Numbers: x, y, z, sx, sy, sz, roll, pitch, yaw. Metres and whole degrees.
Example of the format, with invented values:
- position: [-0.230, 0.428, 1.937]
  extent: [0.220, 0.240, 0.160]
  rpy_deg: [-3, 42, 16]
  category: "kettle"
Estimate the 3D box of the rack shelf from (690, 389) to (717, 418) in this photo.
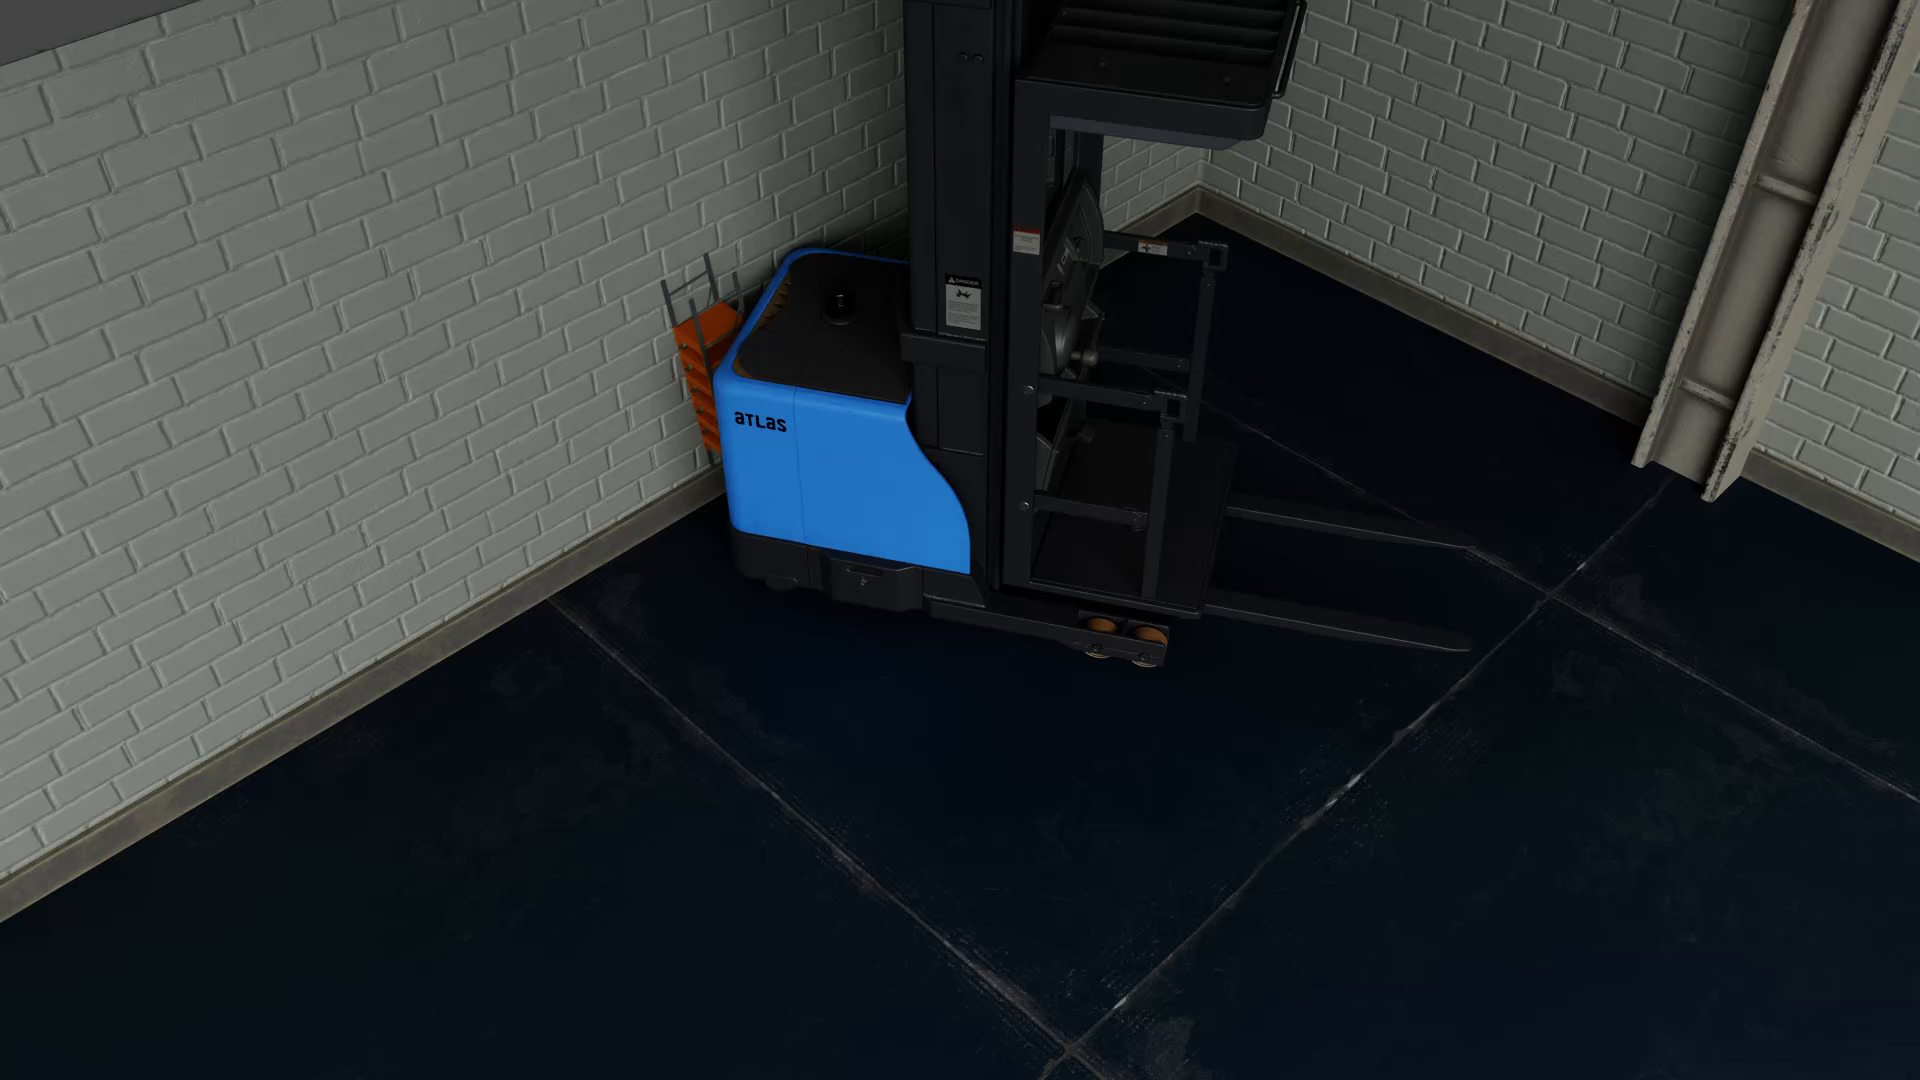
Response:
- position: [-0.987, -0.612, 7.080]
  extent: [0.258, 0.103, 0.180]
  rpy_deg: [-38, 54, -26]
  category: "rack shelf"

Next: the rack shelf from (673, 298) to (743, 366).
- position: [-1.016, -0.855, 6.816]
  extent: [0.258, 0.103, 0.180]
  rpy_deg: [-38, 54, -26]
  category: "rack shelf"

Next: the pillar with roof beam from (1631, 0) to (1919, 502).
- position: [0.277, -1.575, 2.324]
  extent: [9.100, 9.000, 0.400]
  rpy_deg: [-34, 53, -31]
  category: "pillar with roof beam"

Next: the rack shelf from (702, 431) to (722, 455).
- position: [-0.967, -0.450, 7.256]
  extent: [0.258, 0.103, 0.180]
  rpy_deg: [-38, 54, -26]
  category: "rack shelf"

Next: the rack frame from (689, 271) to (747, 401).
- position: [-0.926, -0.597, 6.999]
  extent: [0.240, 1.200, 0.006]
  rpy_deg: [-38, 54, -26]
  category: "rack frame"

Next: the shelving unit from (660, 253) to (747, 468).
- position: [-0.990, -0.642, 7.047]
  extent: [0.258, 1.200, 0.189]
  rpy_deg: [-38, 54, -26]
  category: "shelving unit"

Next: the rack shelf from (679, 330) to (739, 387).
- position: [-1.006, -0.774, 6.904]
  extent: [0.258, 0.103, 0.180]
  rpy_deg: [-38, 54, -26]
  category: "rack shelf"

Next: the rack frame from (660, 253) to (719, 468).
- position: [-1.054, -0.686, 7.096]
  extent: [0.240, 1.200, 0.006]
  rpy_deg: [-38, 54, -26]
  category: "rack frame"

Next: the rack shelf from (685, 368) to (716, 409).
- position: [-0.996, -0.693, 6.992]
  extent: [0.258, 0.103, 0.180]
  rpy_deg: [-38, 54, -26]
  category: "rack shelf"

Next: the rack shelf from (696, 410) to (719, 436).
- position: [-0.977, -0.531, 7.168]
  extent: [0.258, 0.103, 0.180]
  rpy_deg: [-38, 54, -26]
  category: "rack shelf"

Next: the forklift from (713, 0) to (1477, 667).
- position: [0.607, -0.967, 6.136]
  extent: [3.031, 2.935, 1.130]
  rpy_deg: [10, 44, 11]
  category: "forklift"
